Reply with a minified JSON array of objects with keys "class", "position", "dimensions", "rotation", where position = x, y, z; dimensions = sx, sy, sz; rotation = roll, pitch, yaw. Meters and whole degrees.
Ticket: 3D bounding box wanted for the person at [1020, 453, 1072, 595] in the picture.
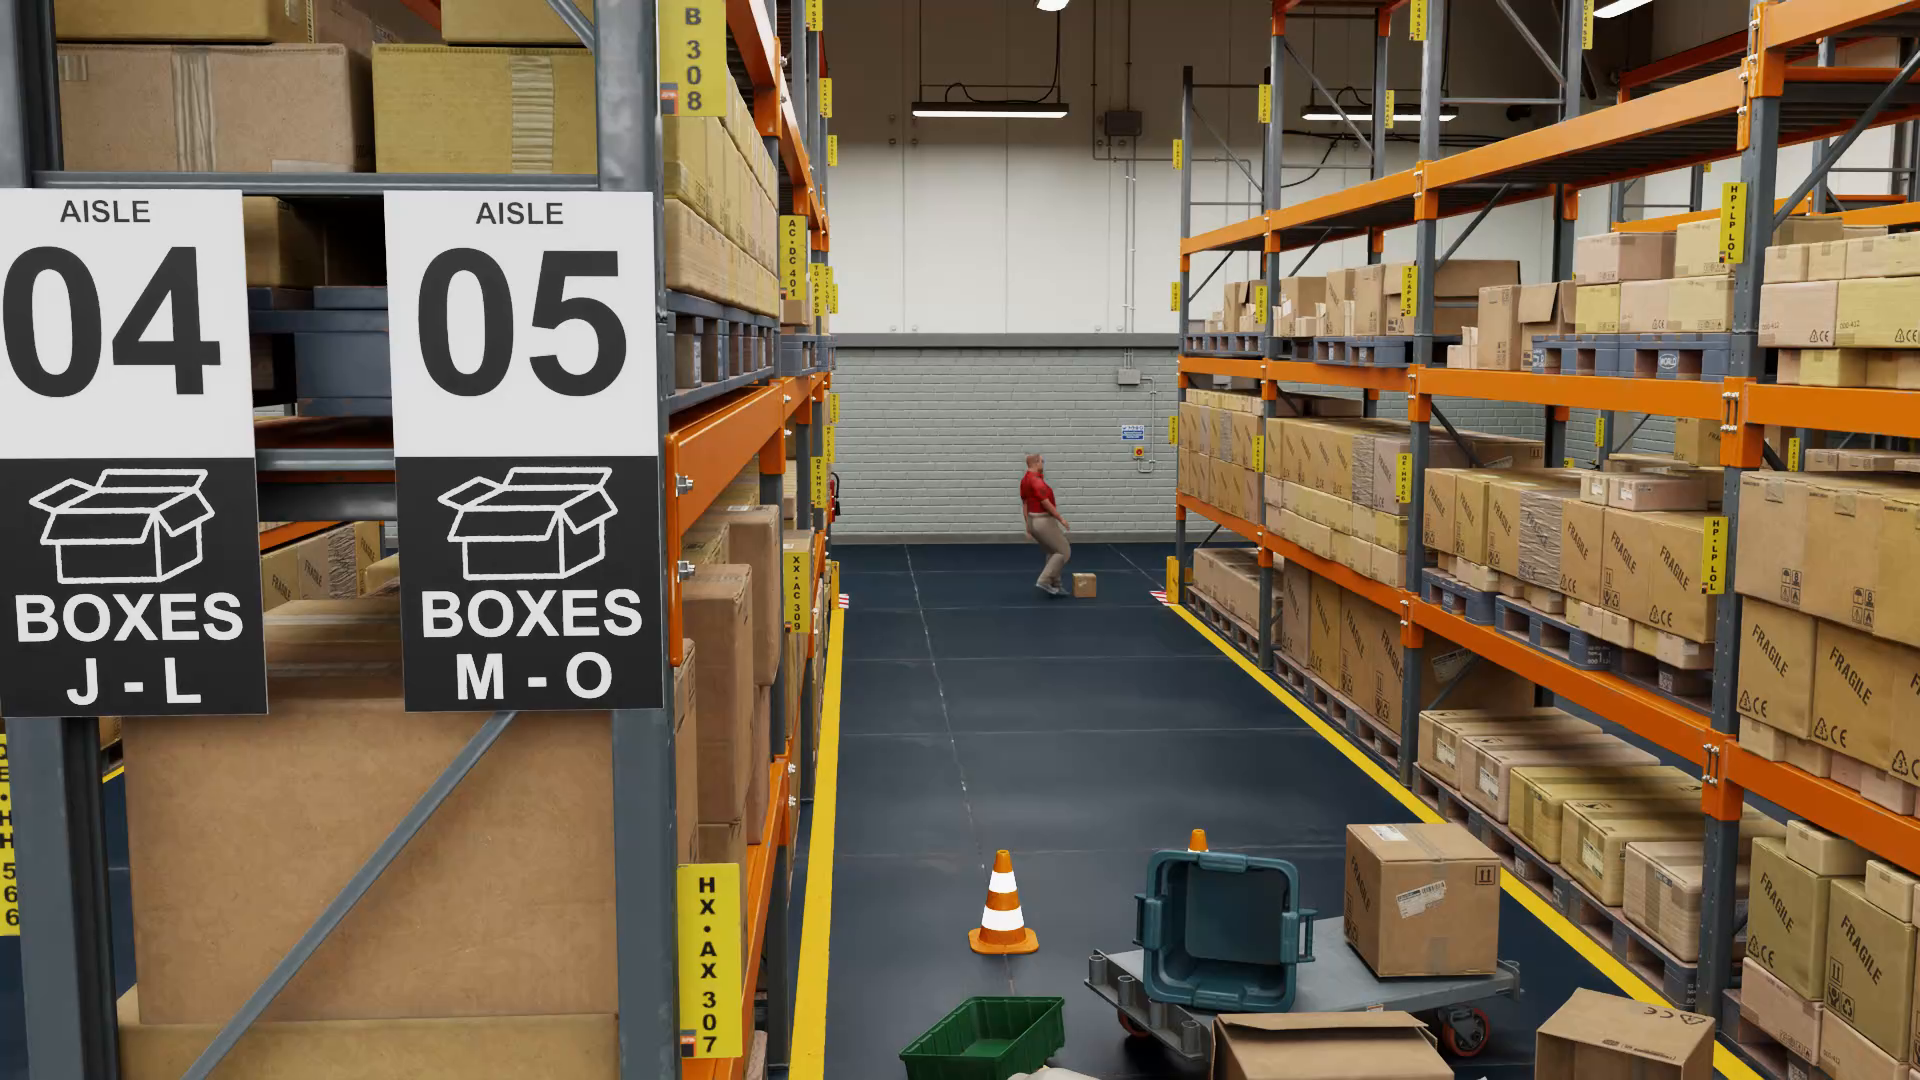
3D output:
[{"class":"person","position":[1.068,-0.153,19.484],"dimensions":[0.635,1.739,0.590],"rotation":[-2,7,-17]}]
